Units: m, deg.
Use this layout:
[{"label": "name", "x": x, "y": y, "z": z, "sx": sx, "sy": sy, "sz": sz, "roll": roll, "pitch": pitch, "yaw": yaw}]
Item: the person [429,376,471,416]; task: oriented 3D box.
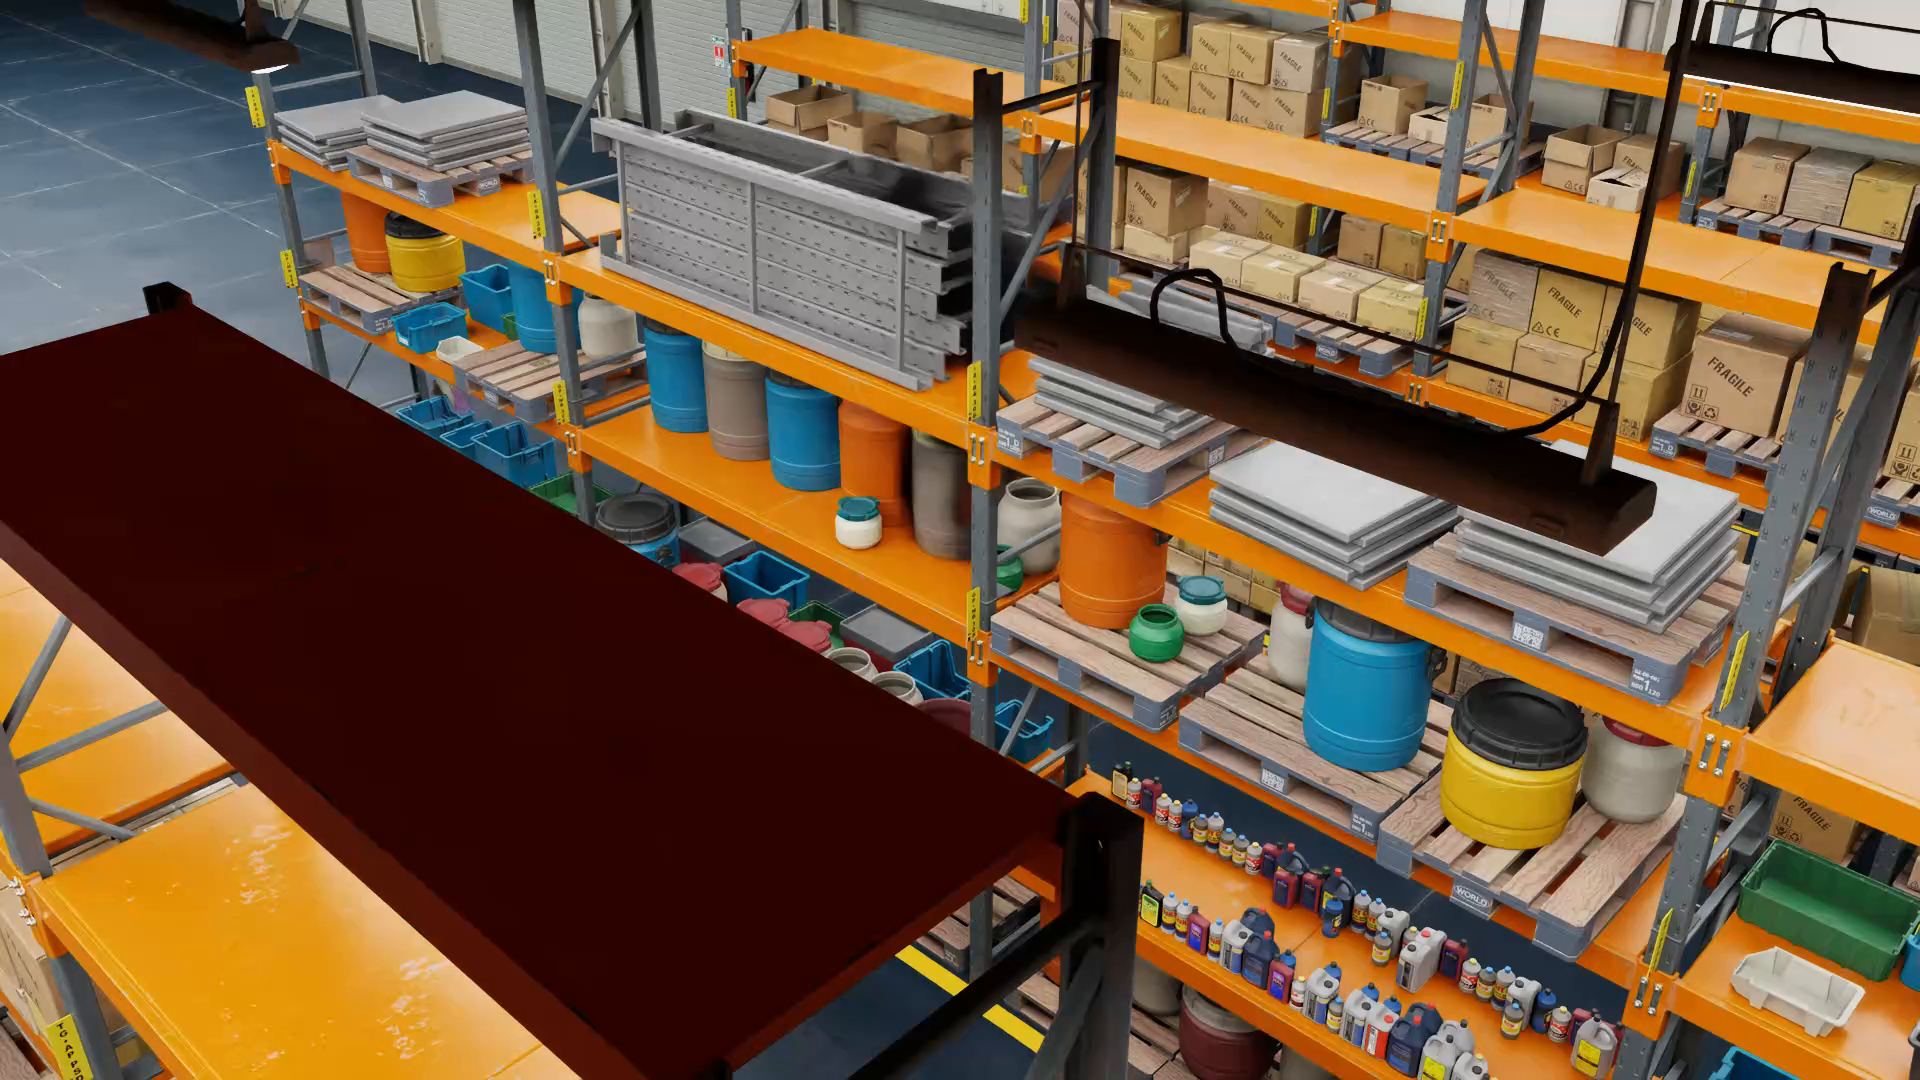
[{"label": "person", "x": -5.062, "y": -1.166, "z": 16.719, "sx": 0.655, "sy": 1.632, "sz": 0.601, "roll": 7, "pitch": 30, "yaw": 11}]
